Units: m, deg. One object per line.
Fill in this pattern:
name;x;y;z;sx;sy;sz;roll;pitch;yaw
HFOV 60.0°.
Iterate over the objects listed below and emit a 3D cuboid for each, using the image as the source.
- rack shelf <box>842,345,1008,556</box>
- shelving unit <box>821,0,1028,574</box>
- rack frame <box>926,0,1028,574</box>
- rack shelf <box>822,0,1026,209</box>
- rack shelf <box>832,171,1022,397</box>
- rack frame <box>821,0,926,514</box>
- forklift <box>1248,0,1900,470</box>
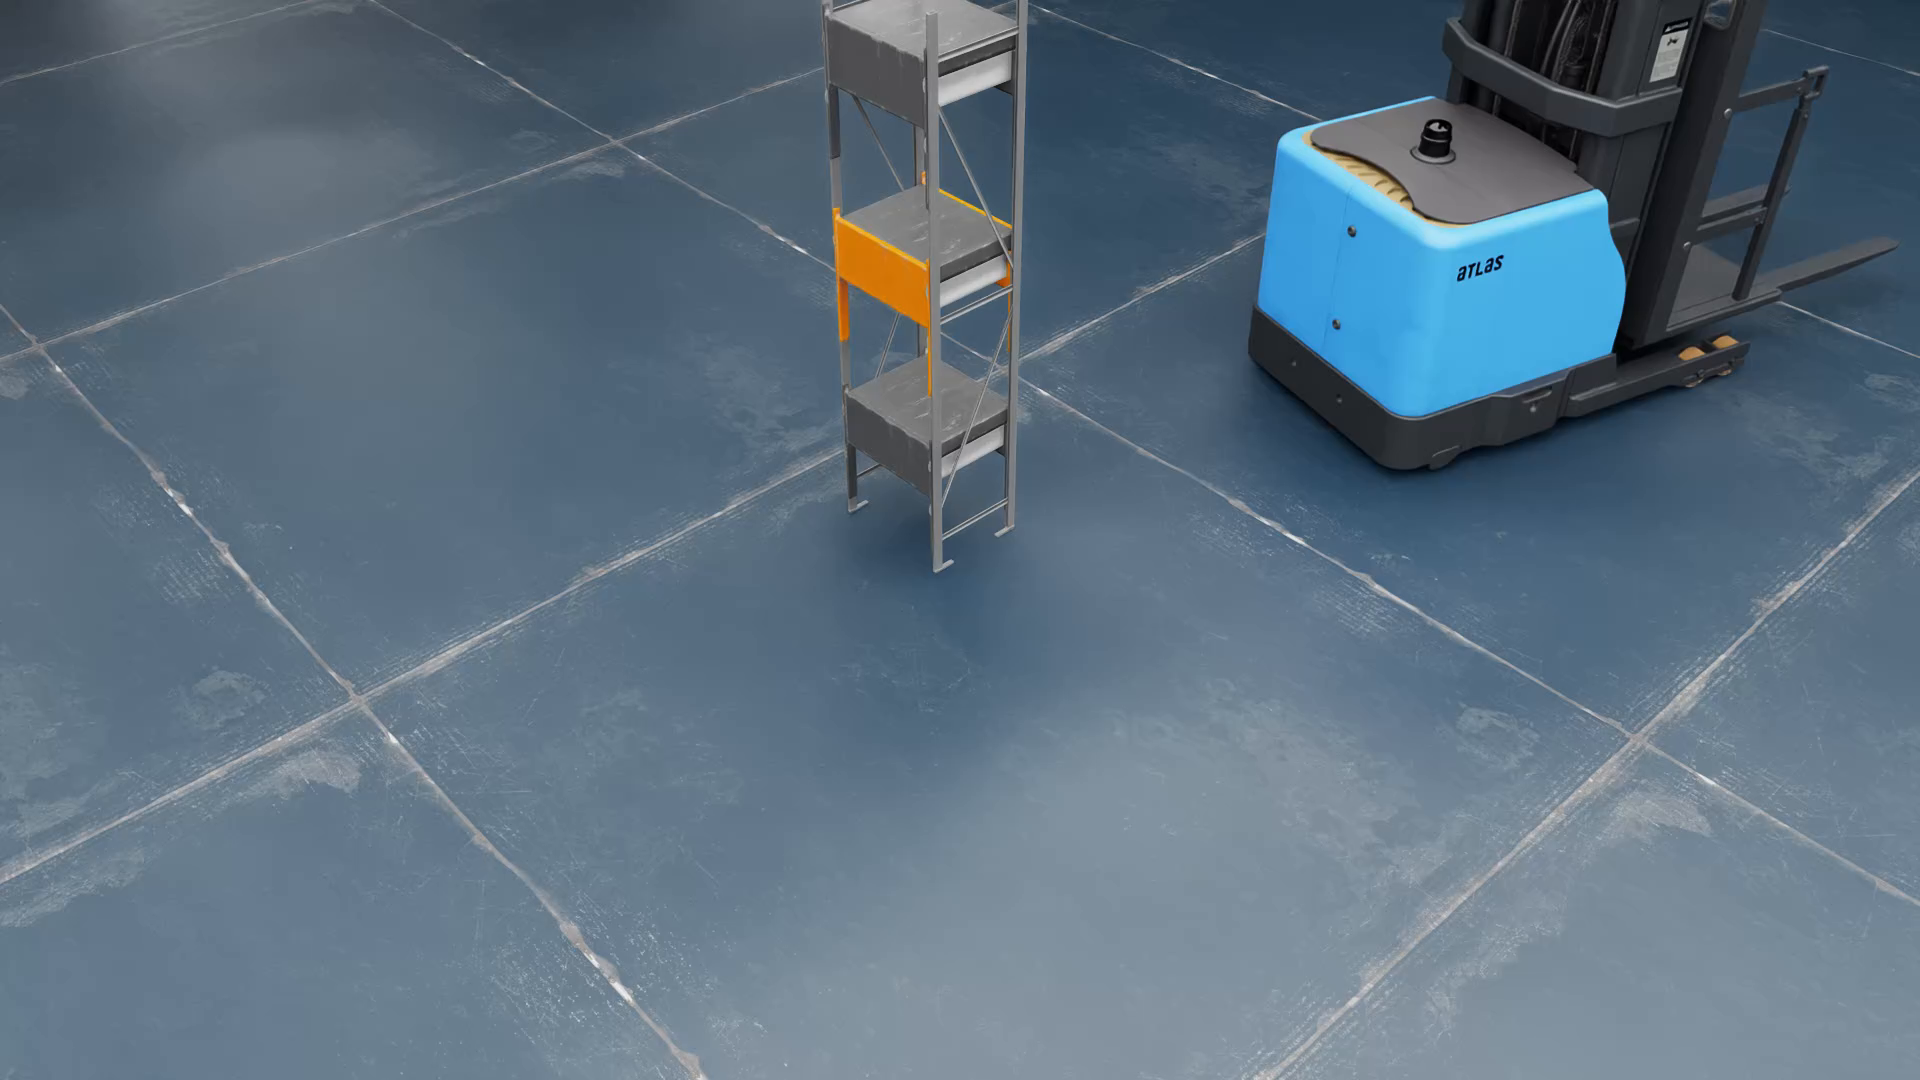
rack shelf;-0.112;-0.338;6.134;0.431;0.518;0.480;-30;48;-32
shelving unit;-0.112;-0.893;5.685;0.431;2.100;0.503;-30;48;-32
rack frame;0.053;-0.781;5.545;0.400;2.100;0.015;-30;48;-32
rack shelf;-0.112;-1.427;5.254;0.431;0.518;0.480;-30;48;-32
rack shelf;-0.112;-0.883;5.694;0.431;0.518;0.480;-30;48;-32
rack frame;-0.277;-1.006;5.825;0.400;2.100;0.015;-30;48;-32
forklift;2.782;-2.064;6.473;3.031;2.935;1.130;-18;42;-21
